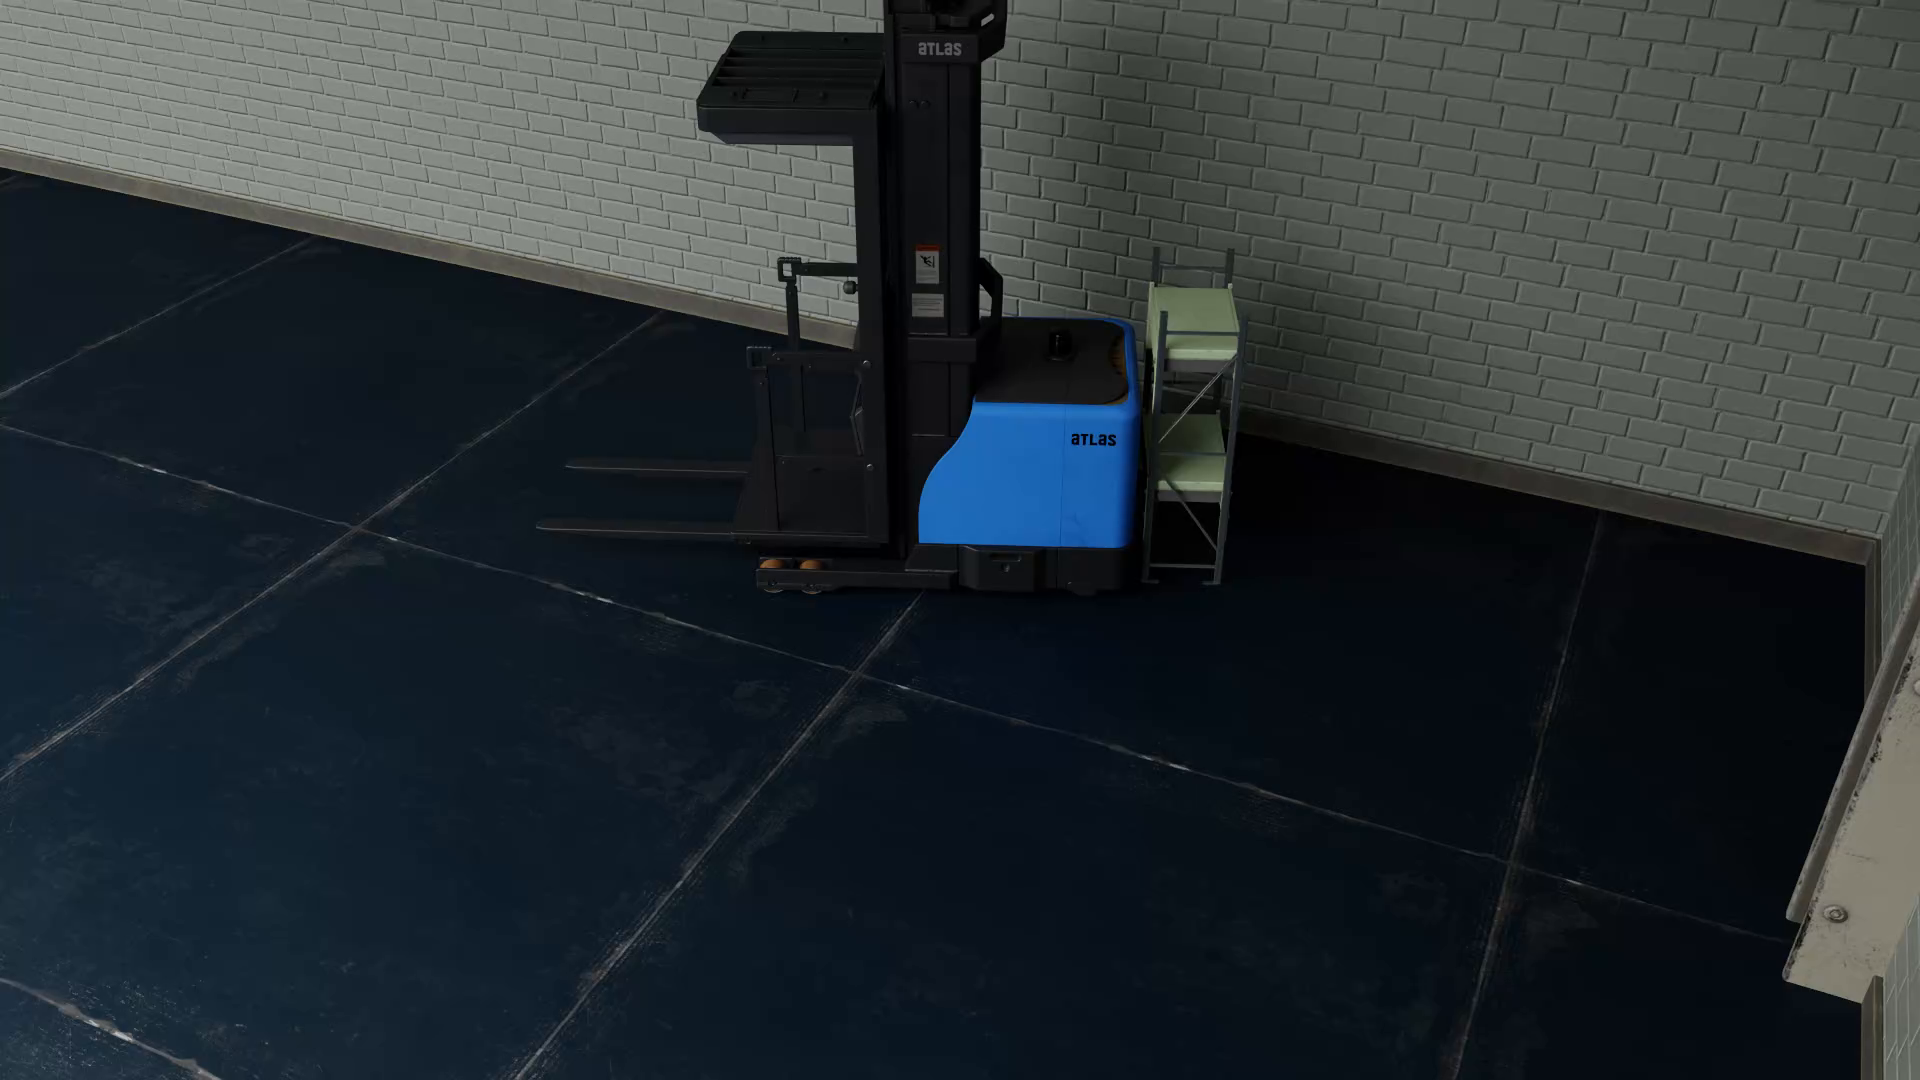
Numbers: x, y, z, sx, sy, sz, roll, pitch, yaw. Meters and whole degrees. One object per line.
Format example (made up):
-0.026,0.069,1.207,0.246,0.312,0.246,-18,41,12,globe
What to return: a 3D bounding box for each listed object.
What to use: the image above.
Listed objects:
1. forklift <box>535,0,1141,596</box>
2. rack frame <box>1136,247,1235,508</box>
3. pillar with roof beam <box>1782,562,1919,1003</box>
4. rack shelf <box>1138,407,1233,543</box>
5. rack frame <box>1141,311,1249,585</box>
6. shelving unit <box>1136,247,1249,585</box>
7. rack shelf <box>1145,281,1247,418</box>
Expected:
-0.628,-1.243,7.973,3.031,2.935,1.130,2,33,2,forklift
1.155,-0.812,8.620,0.400,1.500,0.023,2,33,2,rack frame
-0.603,-3.165,5.371,9.100,9.000,0.400,14,36,20,pillar with roof beam
1.136,-0.339,8.493,0.431,0.370,0.720,2,33,2,rack shelf
1.117,-0.411,8.009,0.400,1.500,0.023,2,33,2,rack frame
1.136,-0.611,8.314,0.431,1.500,0.755,2,33,2,shelving unit
1.136,-0.938,8.100,0.431,0.370,0.720,2,33,2,rack shelf
